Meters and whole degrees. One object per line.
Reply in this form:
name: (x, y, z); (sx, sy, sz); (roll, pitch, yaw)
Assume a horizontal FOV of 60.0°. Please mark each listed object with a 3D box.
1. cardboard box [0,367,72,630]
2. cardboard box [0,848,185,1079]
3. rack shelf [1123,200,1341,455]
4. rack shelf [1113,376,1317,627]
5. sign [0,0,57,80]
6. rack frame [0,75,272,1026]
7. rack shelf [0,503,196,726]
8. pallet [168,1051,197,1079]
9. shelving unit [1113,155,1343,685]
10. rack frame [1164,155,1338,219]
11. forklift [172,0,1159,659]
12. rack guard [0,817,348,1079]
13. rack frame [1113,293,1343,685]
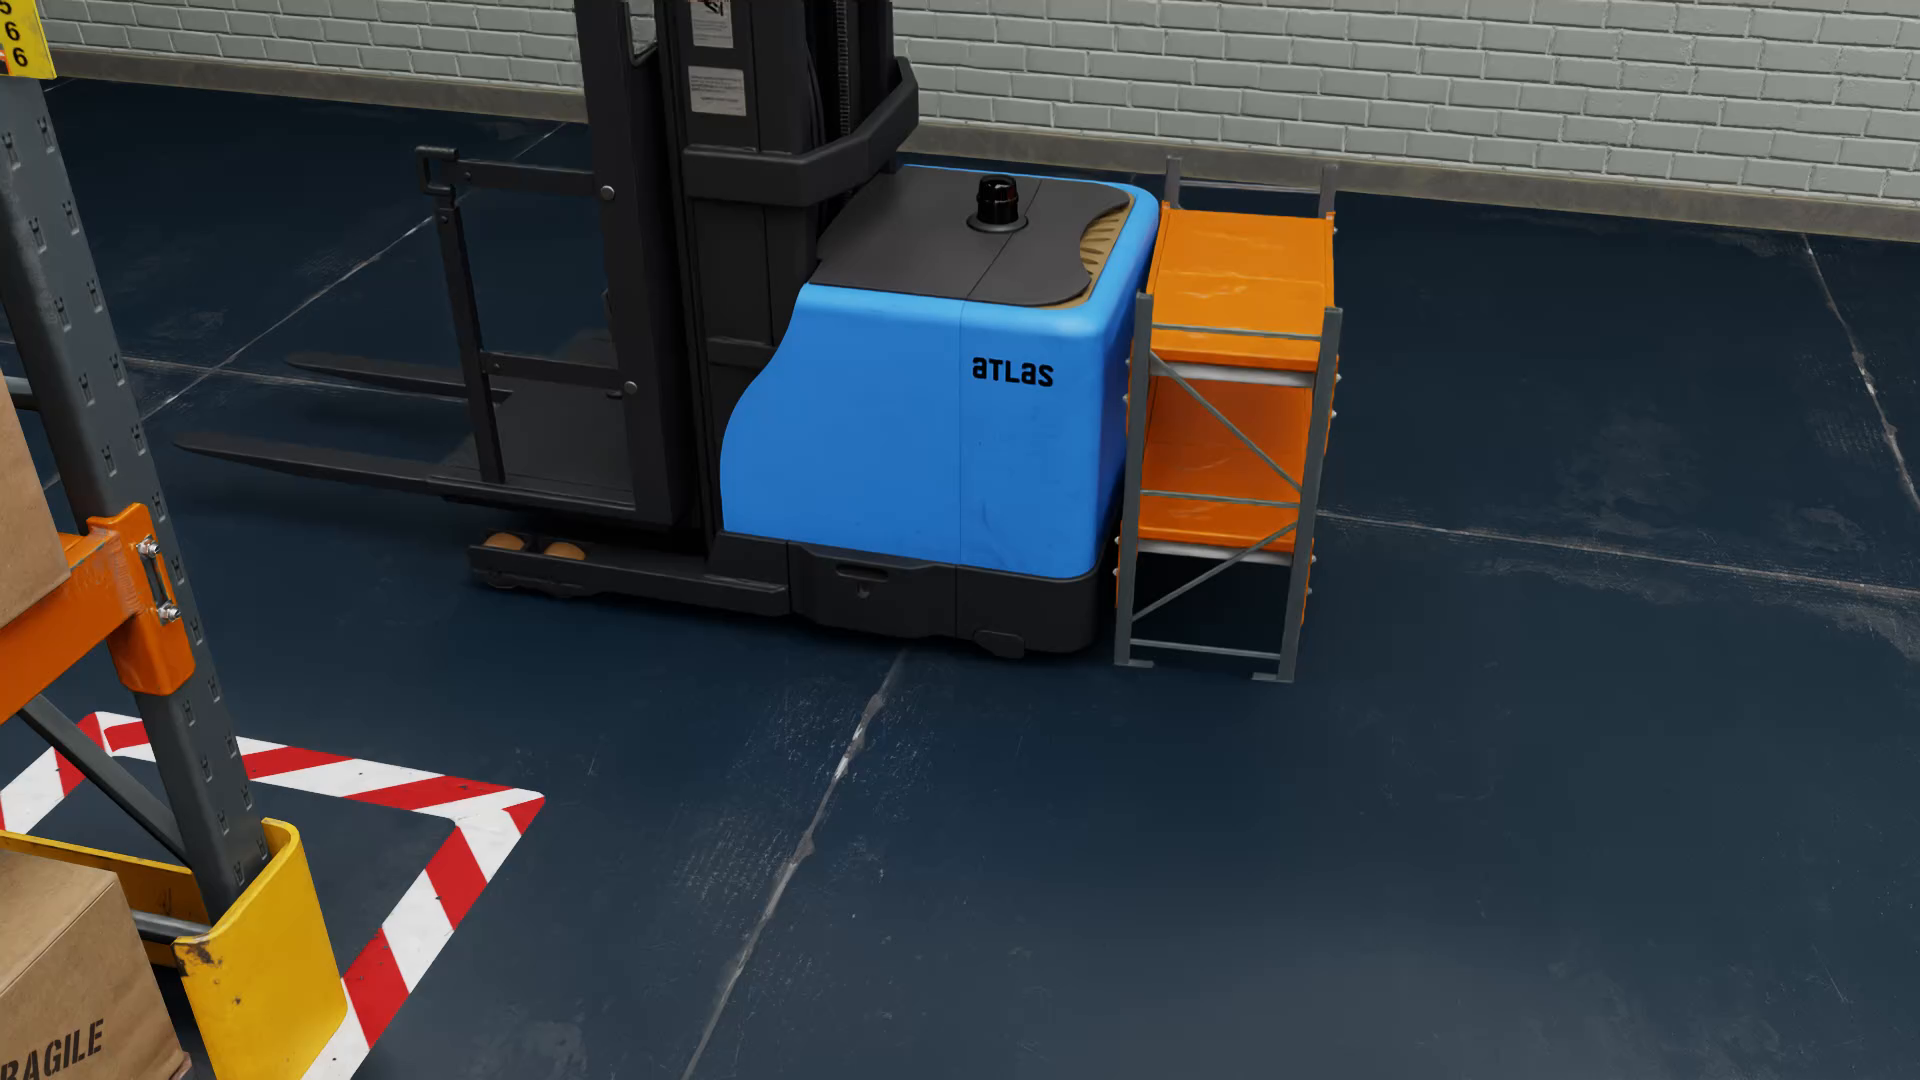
cardboard box: (-1.763, -0.060, 2.455); (0.500, 0.500, 0.500); (9, 34, 14)
cardboard box: (-1.812, 0.898, 2.962); (0.500, 0.500, 0.500); (8, 33, 12)
rack shelf: (0.772, -0.621, 4.632); (0.538, 0.278, 1.000); (6, 33, 9)
rack shelf: (0.772, -0.167, 4.920); (0.538, 0.278, 1.000); (6, 33, 9)
sign: (-1.381, -0.823, 2.375); (0.100, 0.325, 0.005); (8, 33, 12)
rack frame: (-1.912, -0.287, 2.906); (1.000, 3.000, 0.127); (8, 33, 12)
rack shelf: (-2.420, 1.054, 1.466); (1.077, 0.370, 4.000); (8, 33, 12)
pallet: (-2.133, 1.343, 2.941); (1.003, 0.211, 1.213); (8, 33, 12)
shelving unit: (0.772, -0.374, 4.789); (0.538, 1.125, 1.048); (6, 33, 9)
rack frame: (0.862, -0.642, 5.211); (0.500, 1.125, 0.032); (6, 33, 9)
forklift: (-0.977, -1.327, 4.605); (3.031, 2.935, 1.130); (8, 33, 12)
rack guard: (-1.932, 0.807, 3.514); (1.175, 0.500, 0.348); (8, 33, 12)
rack frame: (0.681, -0.105, 4.367); (0.500, 1.125, 0.032); (6, 33, 9)
